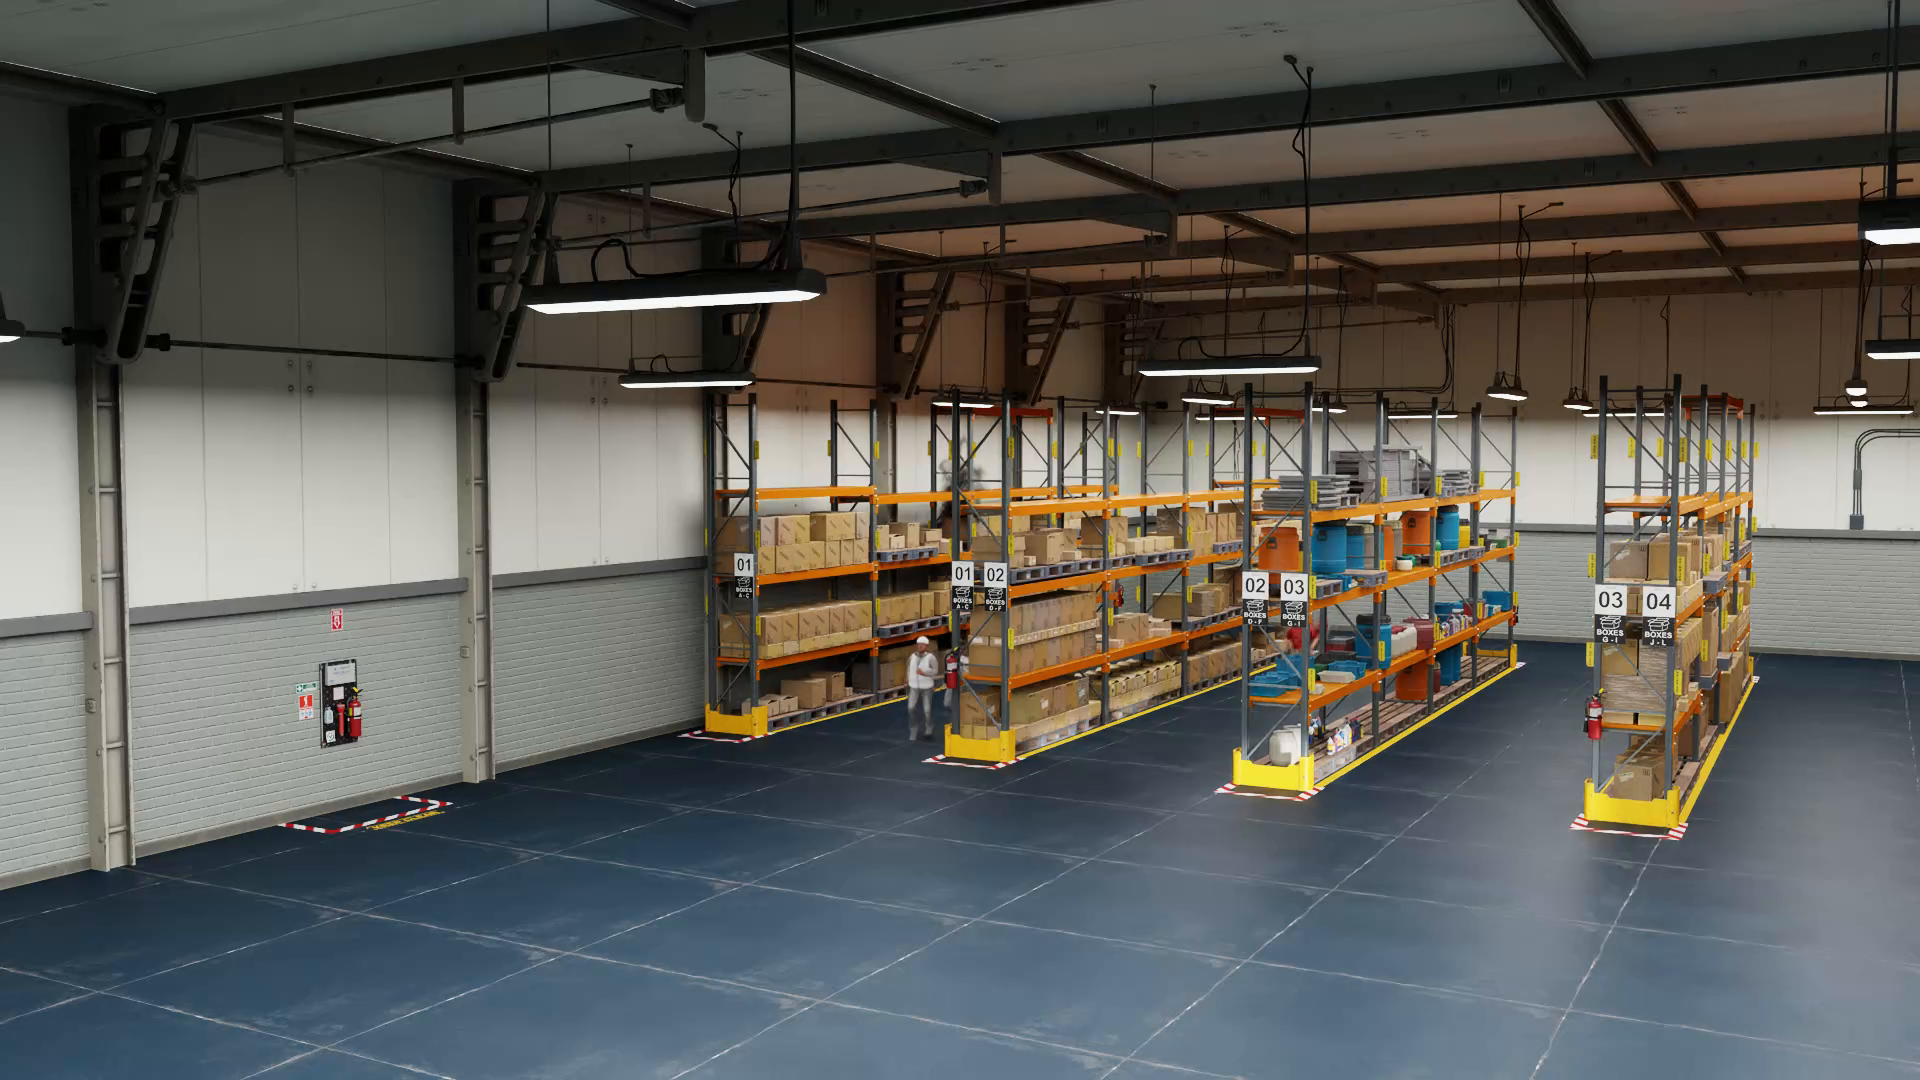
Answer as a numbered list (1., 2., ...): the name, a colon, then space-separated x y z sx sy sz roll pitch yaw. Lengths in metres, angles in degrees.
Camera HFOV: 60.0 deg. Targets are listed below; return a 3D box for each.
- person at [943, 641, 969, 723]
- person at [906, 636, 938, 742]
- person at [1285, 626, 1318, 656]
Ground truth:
1. person: -0.079 2.576 29.315 0.588 1.646 0.700 1 3 23
2. person: -0.669 2.571 28.693 0.624 1.831 0.752 1 3 15
3. person: 6.901 2.334 33.691 0.653 1.679 0.583 1 3 17
